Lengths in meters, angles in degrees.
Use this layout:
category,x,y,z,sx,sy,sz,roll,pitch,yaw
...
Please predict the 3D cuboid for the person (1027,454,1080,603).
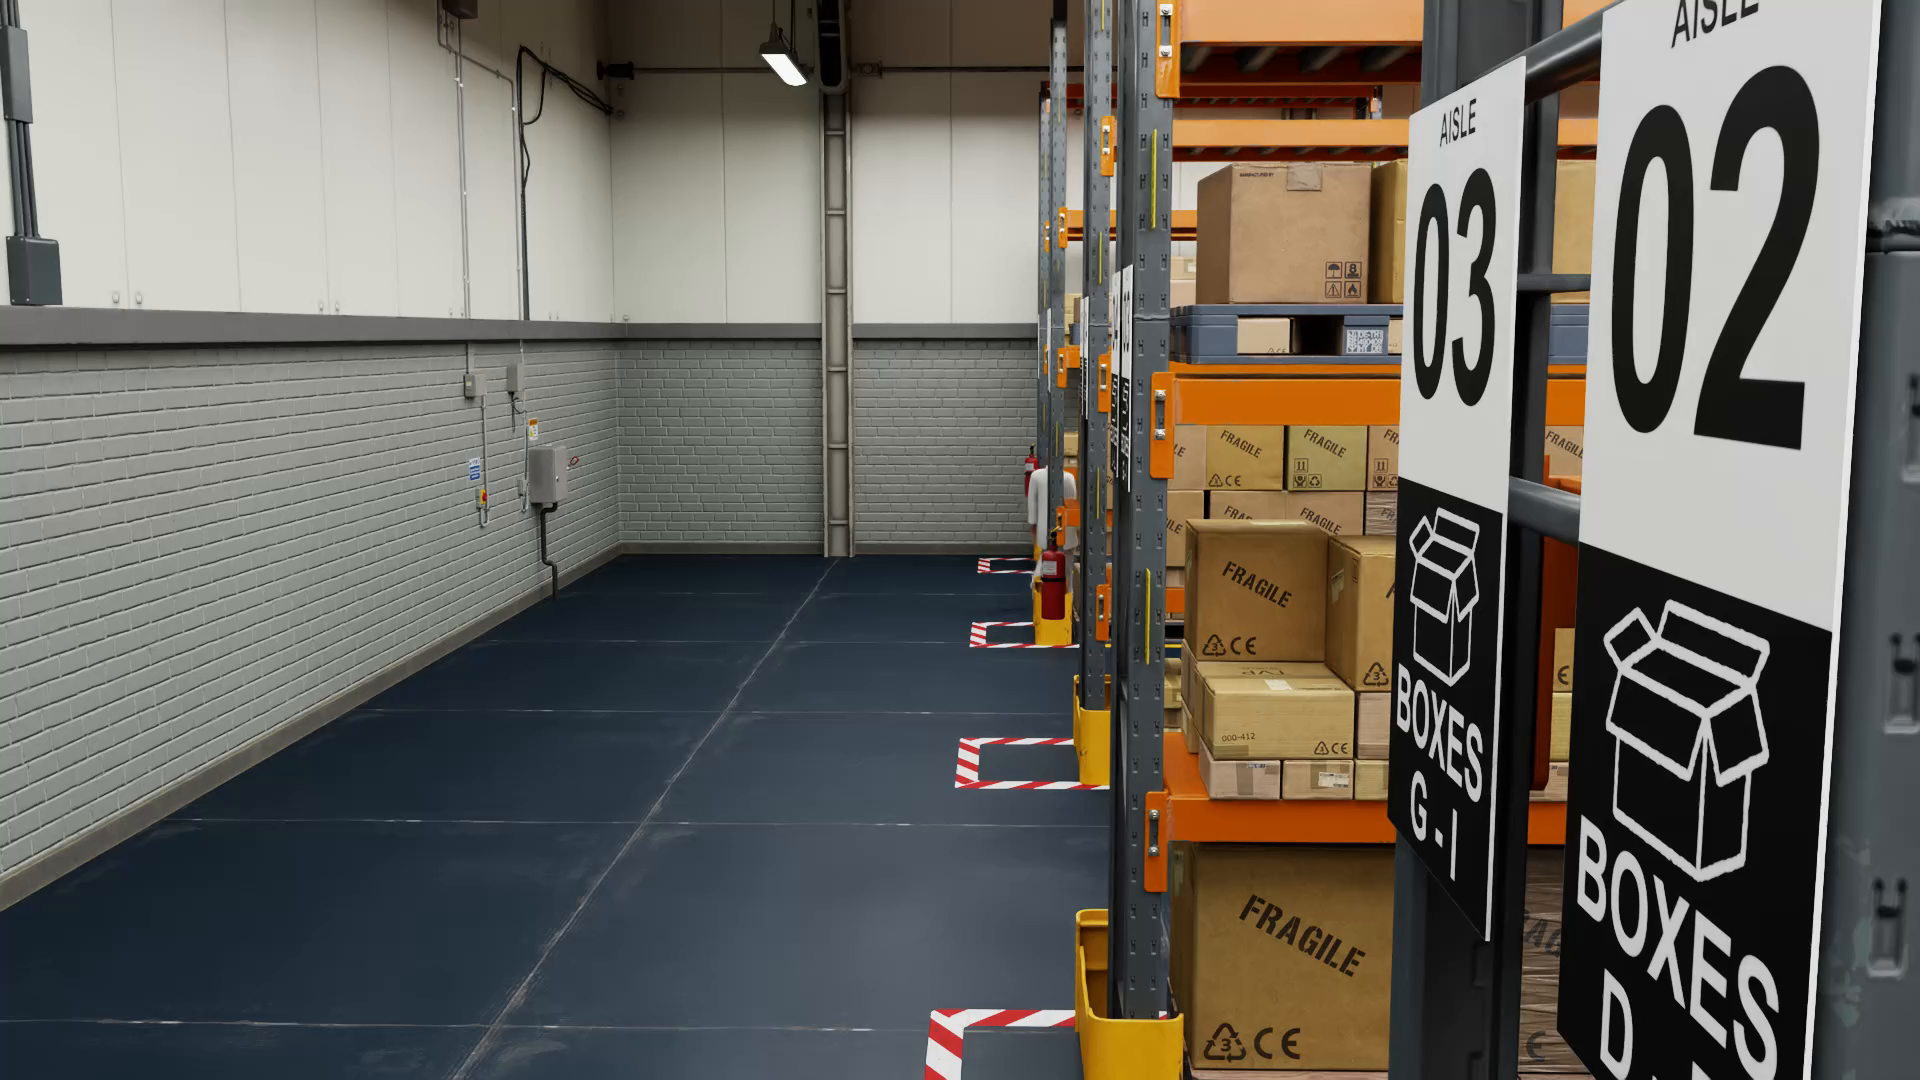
category,x,y,z,sx,sy,sz,roll,pitch,yaw
person,1.065,-0.159,18.087,0.644,1.760,0.749,4,8,29
